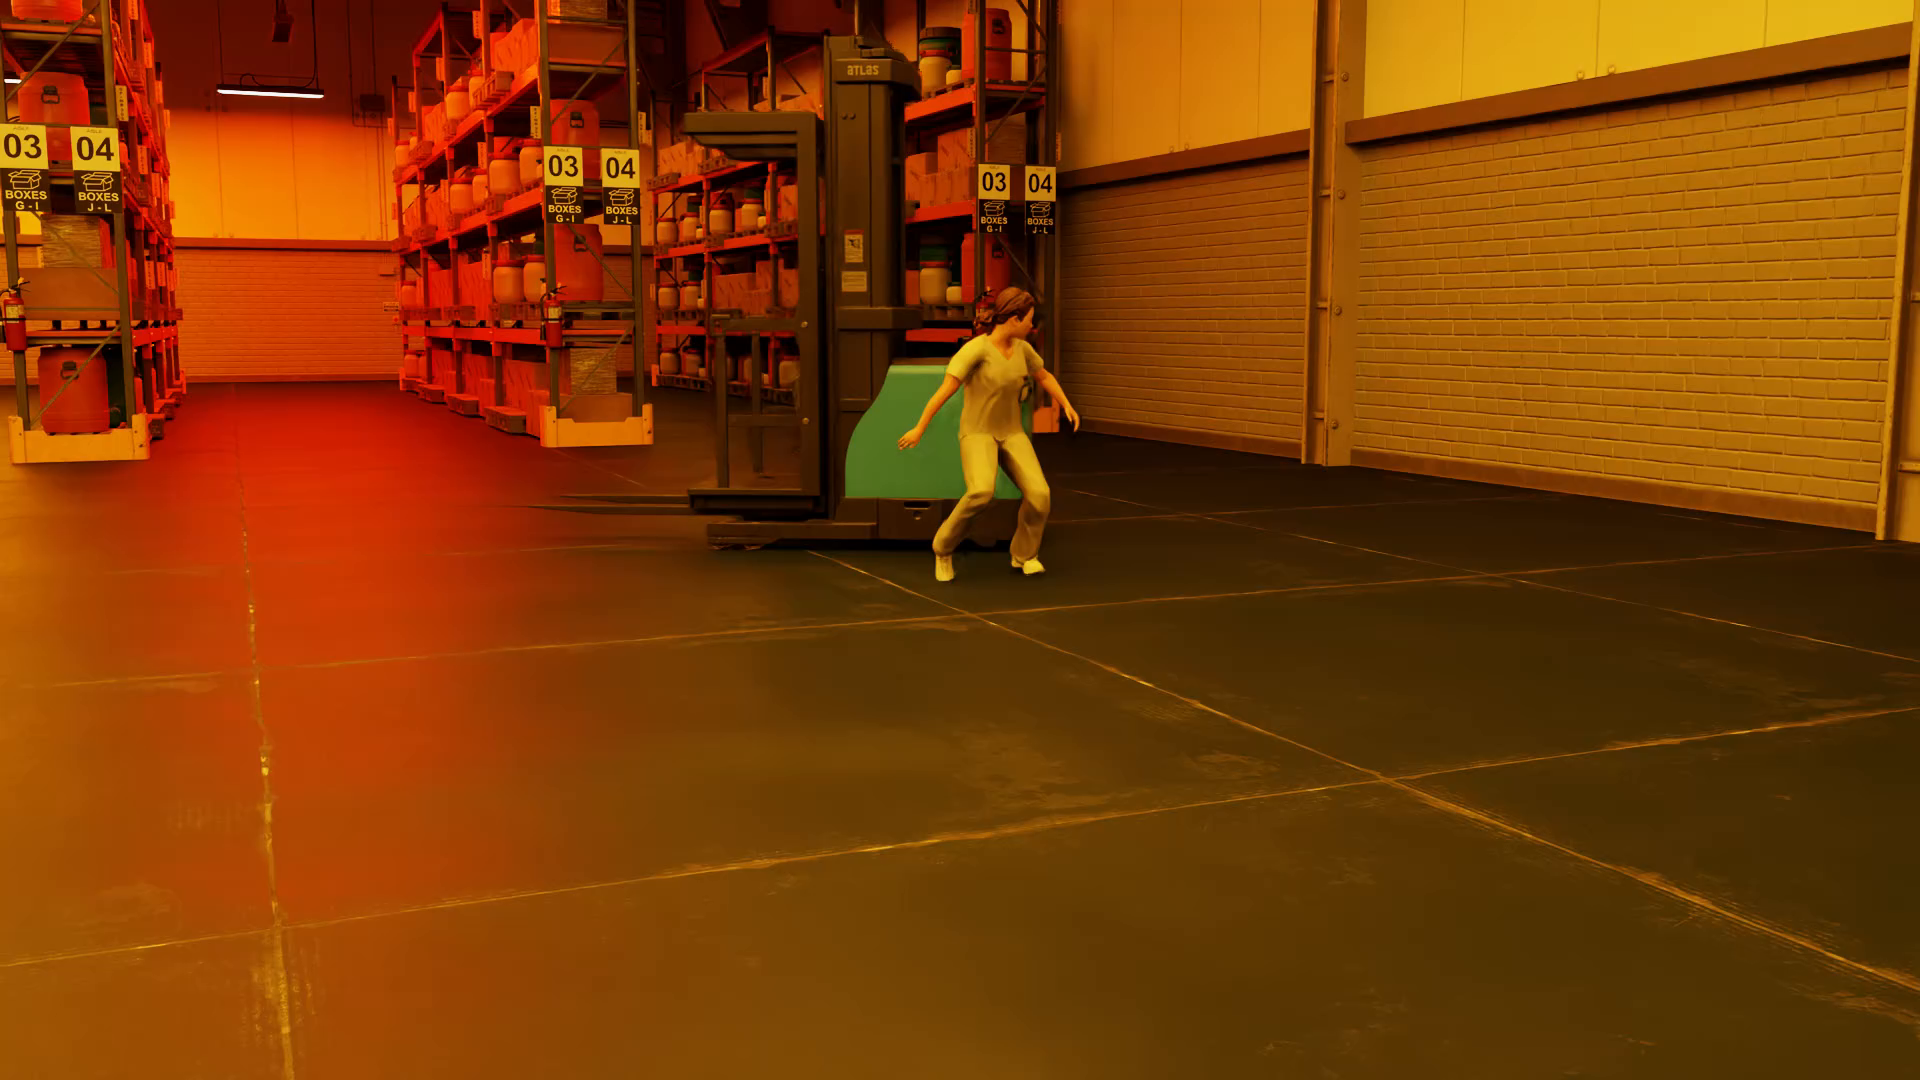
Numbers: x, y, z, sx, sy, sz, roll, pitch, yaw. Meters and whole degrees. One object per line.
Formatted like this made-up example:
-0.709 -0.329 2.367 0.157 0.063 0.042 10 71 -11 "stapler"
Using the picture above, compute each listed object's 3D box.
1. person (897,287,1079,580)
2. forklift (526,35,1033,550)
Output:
0.152 -0.514 8.527 0.885 1.549 0.460 -5 9 -31 "person"
-1.076 -1.463 10.037 3.031 2.935 1.130 1 8 5 "forklift"
